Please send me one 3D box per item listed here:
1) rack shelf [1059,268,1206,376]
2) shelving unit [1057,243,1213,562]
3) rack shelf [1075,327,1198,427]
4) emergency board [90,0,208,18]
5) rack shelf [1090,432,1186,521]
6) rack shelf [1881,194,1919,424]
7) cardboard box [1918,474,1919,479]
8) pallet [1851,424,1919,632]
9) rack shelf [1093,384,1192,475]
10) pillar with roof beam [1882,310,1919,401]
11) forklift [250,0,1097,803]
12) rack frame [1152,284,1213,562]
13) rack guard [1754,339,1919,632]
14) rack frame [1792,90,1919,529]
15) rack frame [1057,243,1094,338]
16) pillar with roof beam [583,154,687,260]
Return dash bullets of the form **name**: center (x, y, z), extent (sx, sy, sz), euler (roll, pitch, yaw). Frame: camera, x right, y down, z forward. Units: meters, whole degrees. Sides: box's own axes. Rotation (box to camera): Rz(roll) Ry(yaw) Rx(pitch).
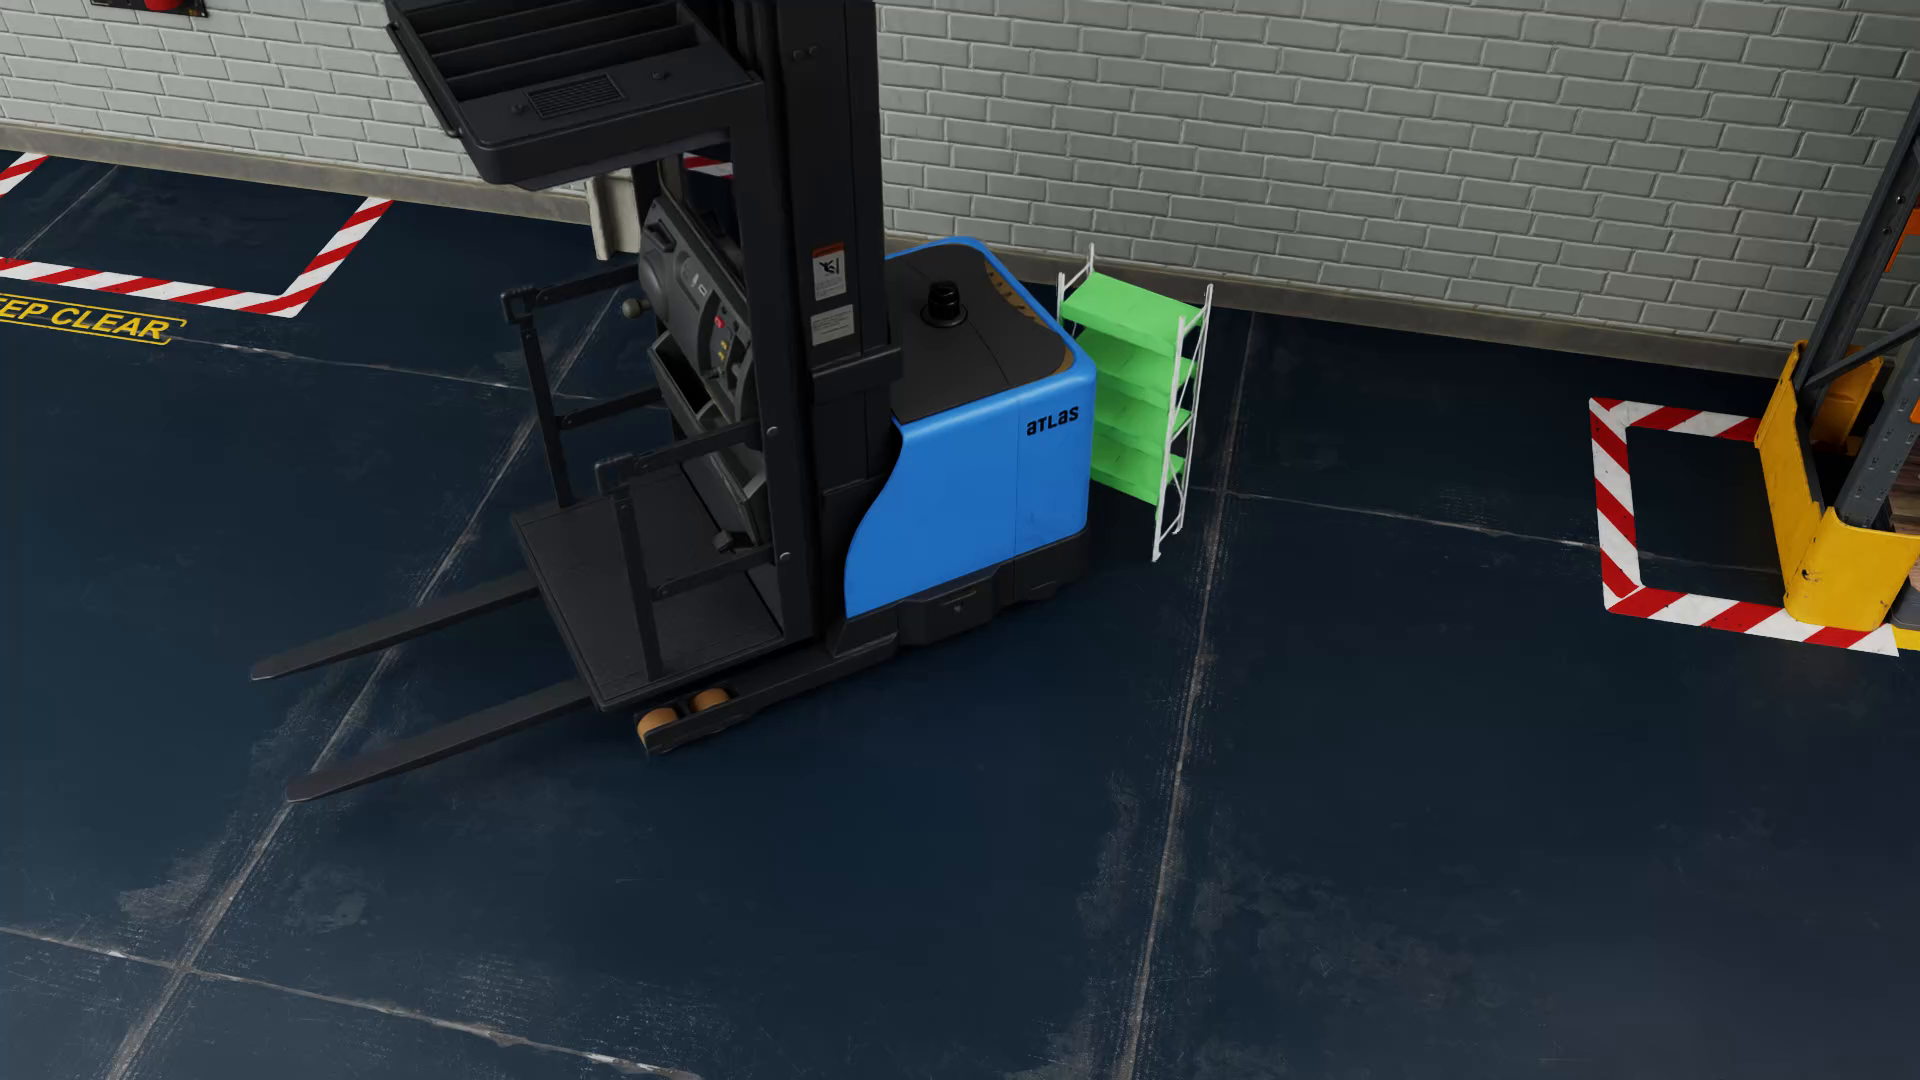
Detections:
- **rack shelf**: center (0.634, -0.807, 6.123), extent (0.480, 0.148, 0.258), euler (24, 49, 23)
- **shelving unit**: center (0.634, -0.507, 6.412), extent (0.503, 1.200, 0.258), euler (24, 49, 23)
- **rack shelf**: center (0.634, -0.634, 6.290), extent (0.480, 0.148, 0.258), euler (24, 49, 23)
- **emergency board**: center (-3.966, -2.939, 7.641), extent (0.643, 1.169, 0.194), euler (9, 45, 9)
- **rack shelf**: center (0.634, -0.288, 6.622), extent (0.480, 0.148, 0.258), euler (24, 49, 23)
- **rack shelf**: center (5.372, -0.589, 5.718), extent (4.000, 0.370, 1.077), euler (9, 45, 9)
- **cardboard box**: center (4.076, -0.175, 6.391), extent (0.500, 0.311, 0.500), euler (4, 44, 4)
- **pallet**: center (4.280, 0.012, 6.585), extent (1.213, 0.211, 1.003), euler (9, 45, 9)
- **rack shelf**: center (0.634, -0.461, 6.456), extent (0.480, 0.148, 0.258), euler (24, 49, 23)
- **pillar with roof beam**: center (3.353, -0.879, 1.174), extent (0.400, 9.000, 9.100), euler (9, 45, 9)
- **forklift**: center (-1.046, -0.715, 5.379), extent (3.031, 2.935, 1.130), euler (-20, 47, -20)
- **rack frame**: center (0.840, -0.417, 6.318), extent (0.015, 1.200, 0.240), euler (24, 49, 23)
- **rack guard**: center (3.495, -0.239, 6.638), extent (0.348, 0.500, 1.175), euler (9, 45, 9)
- **rack frame**: center (3.421, -1.151, 5.783), extent (0.127, 3.000, 1.000), euler (9, 45, 9)
- **rack frame**: center (0.428, -0.598, 6.506), extent (0.015, 1.200, 0.240), euler (24, 49, 23)
- **pillar with roof beam**: center (-2.503, -1.787, 2.118), extent (0.400, 9.000, 9.100), euler (9, 45, 9)
